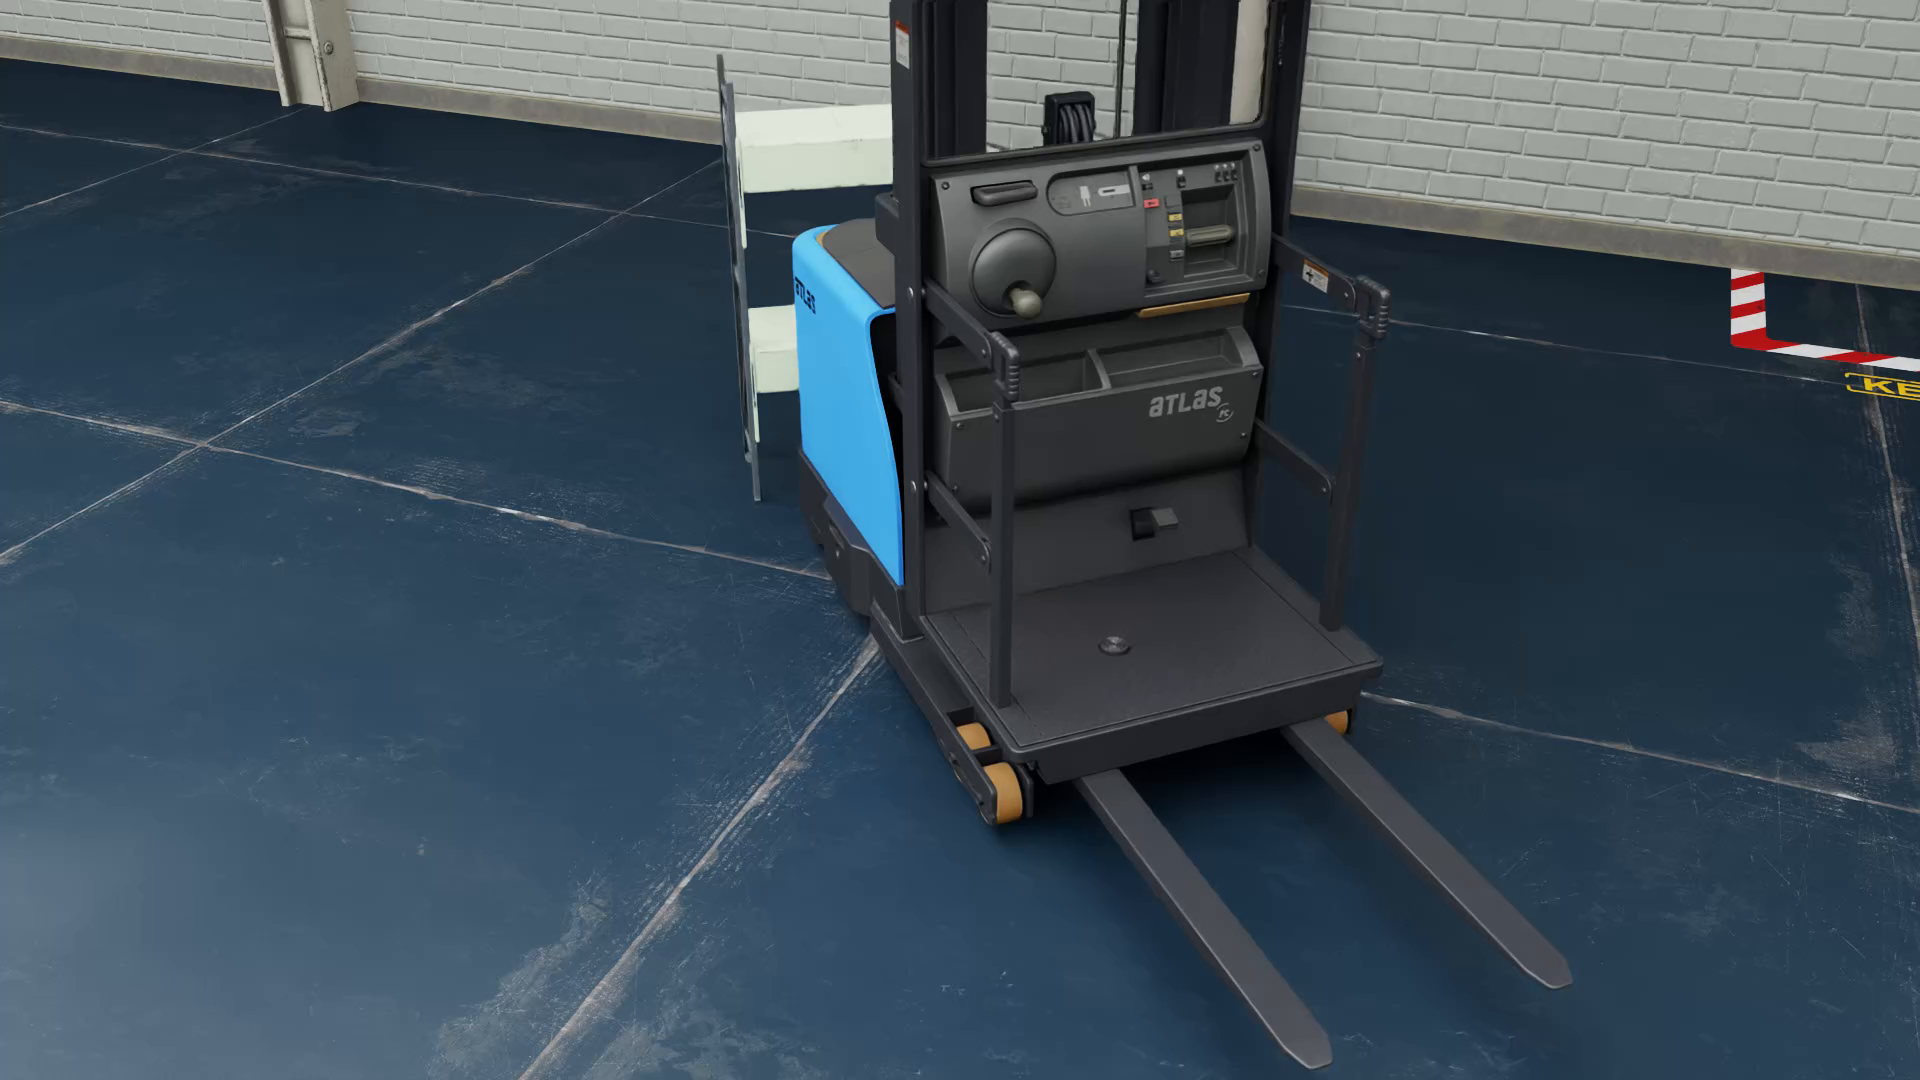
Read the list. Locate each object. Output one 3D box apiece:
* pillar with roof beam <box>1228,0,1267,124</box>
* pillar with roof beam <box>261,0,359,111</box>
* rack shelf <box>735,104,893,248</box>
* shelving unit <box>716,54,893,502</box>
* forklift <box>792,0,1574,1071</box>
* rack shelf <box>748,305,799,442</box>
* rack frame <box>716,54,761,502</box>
[{"bbox_3d":[-0.183,-3.674,3.105,0.400,9.000,9.100,11,31,19],"label":"pillar with roof beam"},{"bbox_3d":[-5.742,-4.784,5.069,0.400,9.000,9.100,11,31,19],"label":"pillar with roof beam"},{"bbox_3d":[-0.412,-1.265,5.670,0.720,0.370,0.431,-6,30,-10],"label":"rack shelf"},{"bbox_3d":[-0.412,-0.925,5.862,0.755,1.500,0.431,-6,30,-10],"label":"shelving unit"},{"bbox_3d":[0.462,-0.755,4.107,1.130,2.935,3.031,-11,31,-19],"label":"forklift"},{"bbox_3d":[-0.412,-0.641,6.022,0.720,0.370,0.431,-6,30,-10],"label":"rack shelf"},{"bbox_3d":[-0.770,-0.888,5.797,0.023,1.500,0.400,-6,30,-10],"label":"rack frame"}]
